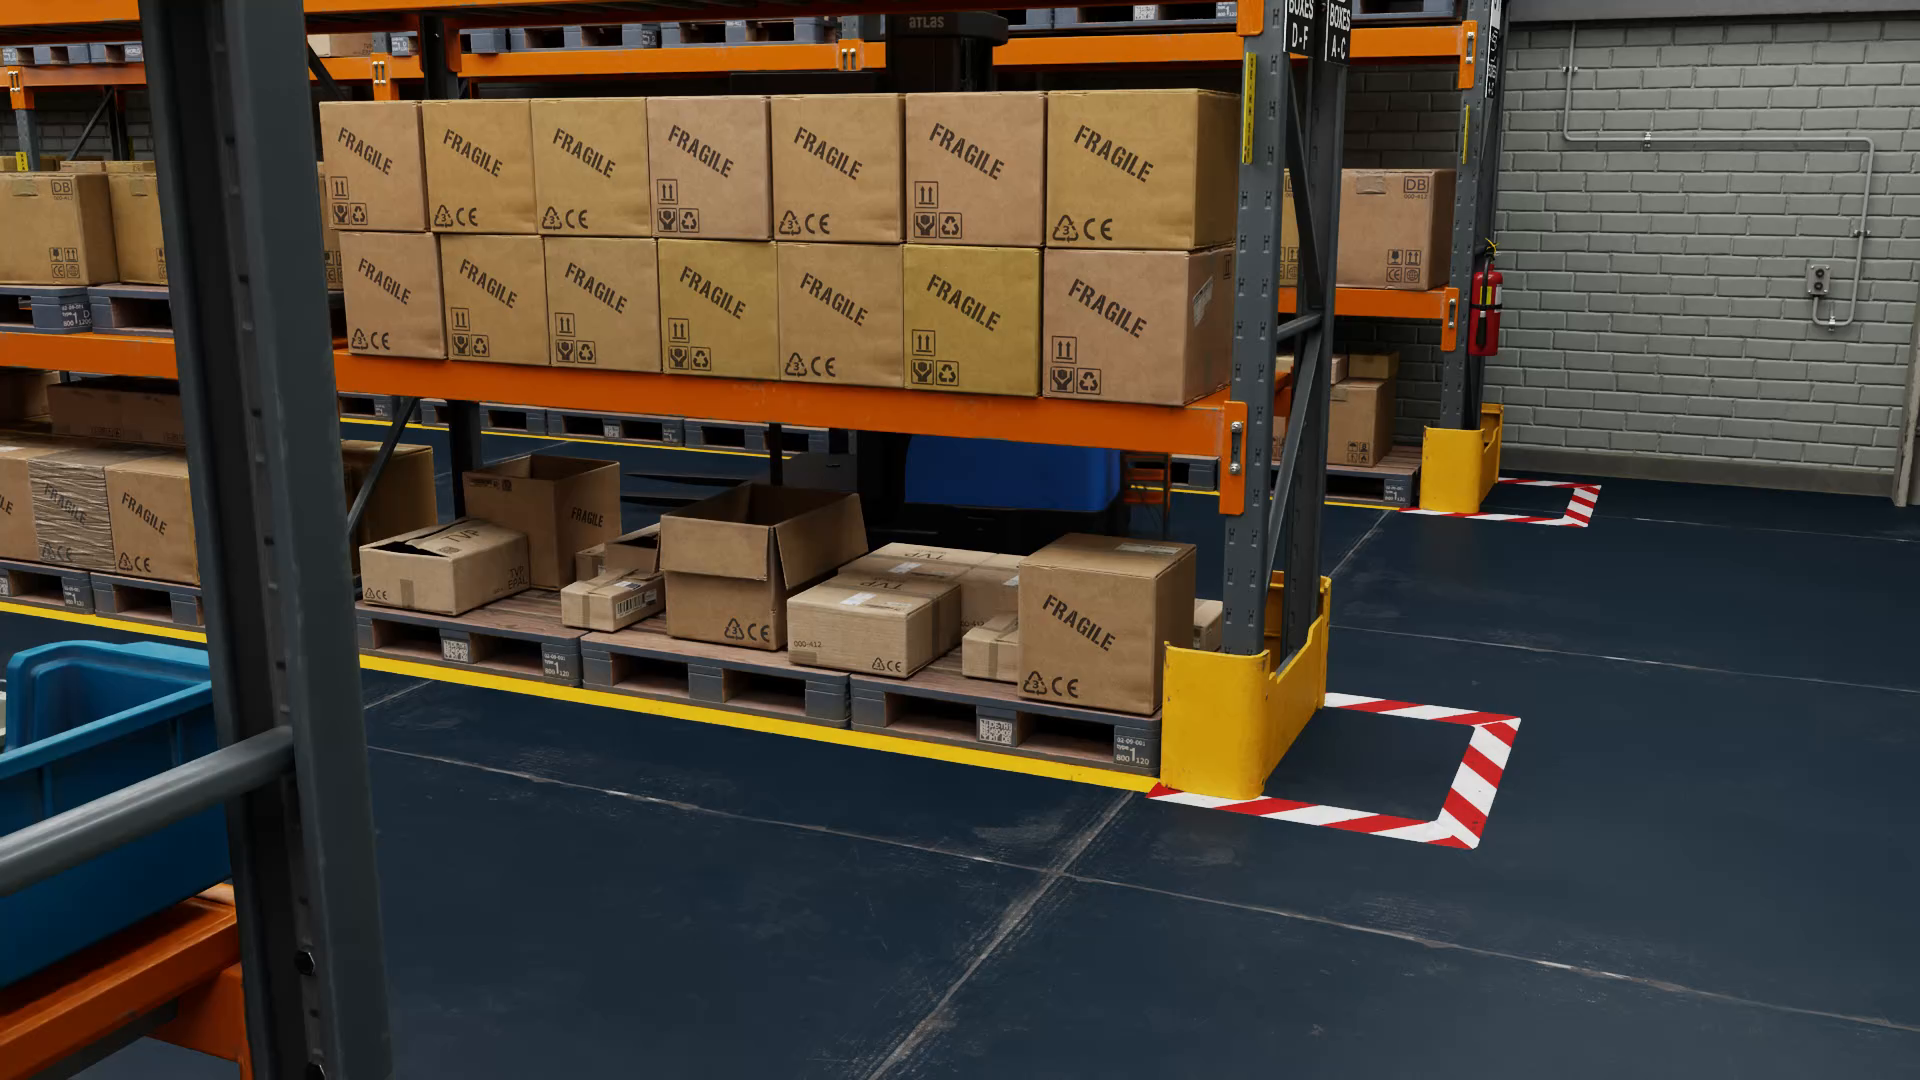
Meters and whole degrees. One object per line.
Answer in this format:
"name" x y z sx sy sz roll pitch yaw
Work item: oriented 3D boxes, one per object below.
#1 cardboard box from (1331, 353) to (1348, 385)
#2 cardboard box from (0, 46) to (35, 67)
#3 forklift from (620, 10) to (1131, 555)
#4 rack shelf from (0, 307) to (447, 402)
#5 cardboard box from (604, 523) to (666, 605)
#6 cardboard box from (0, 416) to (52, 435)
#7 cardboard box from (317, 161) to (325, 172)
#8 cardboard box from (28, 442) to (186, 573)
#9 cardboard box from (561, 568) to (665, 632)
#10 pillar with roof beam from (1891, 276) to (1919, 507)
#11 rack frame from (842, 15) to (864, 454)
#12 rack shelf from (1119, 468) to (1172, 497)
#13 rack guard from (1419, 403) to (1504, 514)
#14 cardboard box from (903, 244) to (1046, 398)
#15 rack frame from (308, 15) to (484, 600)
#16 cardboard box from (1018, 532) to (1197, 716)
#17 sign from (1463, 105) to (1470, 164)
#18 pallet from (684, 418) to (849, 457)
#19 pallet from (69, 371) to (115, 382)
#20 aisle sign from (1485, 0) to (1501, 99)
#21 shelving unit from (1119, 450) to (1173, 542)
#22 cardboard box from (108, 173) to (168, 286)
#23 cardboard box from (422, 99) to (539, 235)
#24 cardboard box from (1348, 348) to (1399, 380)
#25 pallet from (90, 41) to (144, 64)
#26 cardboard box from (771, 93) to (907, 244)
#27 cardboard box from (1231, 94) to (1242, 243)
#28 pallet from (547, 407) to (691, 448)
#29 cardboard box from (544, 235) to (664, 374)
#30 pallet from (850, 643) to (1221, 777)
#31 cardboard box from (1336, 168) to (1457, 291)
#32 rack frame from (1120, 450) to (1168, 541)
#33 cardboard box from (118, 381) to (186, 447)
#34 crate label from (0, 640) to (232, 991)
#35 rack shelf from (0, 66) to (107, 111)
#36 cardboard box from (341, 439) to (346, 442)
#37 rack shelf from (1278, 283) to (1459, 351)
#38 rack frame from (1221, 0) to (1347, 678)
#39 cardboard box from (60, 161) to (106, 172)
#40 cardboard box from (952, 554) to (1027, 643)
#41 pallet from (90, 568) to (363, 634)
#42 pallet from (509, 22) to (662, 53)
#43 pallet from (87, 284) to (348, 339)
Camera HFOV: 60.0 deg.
"cardboard box" 2.260 -1.073 10.393 0.250 0.149 0.380 6 14 23
"cardboard box" -8.404 -4.376 14.510 0.500 0.500 0.500 6 15 25
"forklift" -0.606 -1.462 9.067 3.031 2.935 1.130 3 14 14
"rack shelf" -4.357 -0.922 8.191 4.000 0.370 1.077 6 14 23
"cardboard box" -1.207 0.071 7.310 0.500 0.311 0.500 6 14 23
"cardboard box" -4.763 -0.369 8.769 0.500 0.500 0.500 5 14 21
"cardboard box" -5.139 -2.842 13.620 0.500 0.500 0.700 4 14 18
"cardboard box" -4.003 -0.164 7.896 0.500 0.500 0.500 6 14 24
"cardboard box" -1.438 0.240 6.904 0.250 0.166 0.380 6 14 23
"pillar with roof beam" 4.207 -3.704 5.342 0.400 9.000 9.100 6 14 23
"rack frame" -0.526 -2.122 11.731 0.127 3.000 1.000 6 14 23
"rack shelf" 0.961 -0.301 8.602 0.258 0.103 0.180 3 18 12
"rack guard" 3.153 -0.533 10.430 0.348 0.500 1.175 6 14 23
"cardboard box" 0.133 -0.797 5.868 0.500 0.500 0.500 6 14 24
"rack frame" -2.529 -1.087 7.321 0.127 3.000 1.000 6 14 23
"cardboard box" 0.532 0.287 5.974 0.500 0.500 0.500 6 14 23
"sign" 2.899 -2.319 9.517 0.005 0.325 0.100 6 14 23
"pallet" -1.262 -0.820 12.287 1.213 0.211 1.003 6 14 23
"pallet" -7.128 -1.433 14.899 1.213 0.211 1.003 6 14 23
"aisle sign" 3.076 -2.948 9.562 0.004 0.787 0.394 6 14 23
"shelving unit" 0.957 -0.458 8.551 0.258 1.200 0.189 3 18 12
"cardboard box" -3.526 -1.481 7.862 0.500 0.500 0.700 8 16 32
"cardboard box" -1.740 -1.472 6.556 0.500 0.500 0.500 5 14 21
"cardboard box" 2.646 -1.129 10.633 0.250 0.149 0.380 6 14 24
"pallet" -6.369 -4.056 13.820 1.003 0.211 1.213 6 14 23
"cardboard box" -0.328 -1.330 5.947 0.500 0.500 0.500 6 15 25
"cardboard box" 0.830 -1.348 6.027 0.500 0.500 0.500 6 15 25
"pallet" -2.381 -0.933 12.767 1.213 0.211 1.003 6 14 23
"cardboard box" -1.247 -0.938 6.467 0.500 0.500 0.500 6 14 23
"pallet" 0.330 0.560 6.405 1.213 0.211 1.003 6 14 23
"cardboard box" 2.661 -1.943 10.312 0.700 0.700 0.980 7 15 26
"rack frame" 0.939 -0.430 8.466 0.240 1.200 0.006 3 18 12
"cardboard box" -3.787 -0.637 8.272 0.500 0.250 0.500 6 14 23
"crate label" -0.974 0.278 1.738 0.303 0.233 0.416 6 14 23
"rack shelf" -9.669 -4.157 15.414 4.000 0.370 1.077 6 14 23
"cardboard box" -3.364 -0.227 8.164 0.500 0.500 0.500 6 14 24
"rack shelf" 1.303 -1.587 11.025 4.000 0.370 1.077 6 14 23
"rack frame" 1.129 -0.717 5.743 0.127 3.000 1.000 6 14 23
"cardboard box" -7.389 -3.071 14.593 0.500 0.500 0.700 6 14 23
"cardboard box" 0.289 0.252 6.671 0.500 0.250 0.500 6 14 23
"pallet" -3.288 0.203 7.926 1.213 0.211 1.003 6 14 23
"pallet" -2.549 -3.709 12.343 1.213 0.211 1.003 7 15 26
"pallet" -3.215 -1.090 7.755 1.213 0.211 1.003 6 14 23
